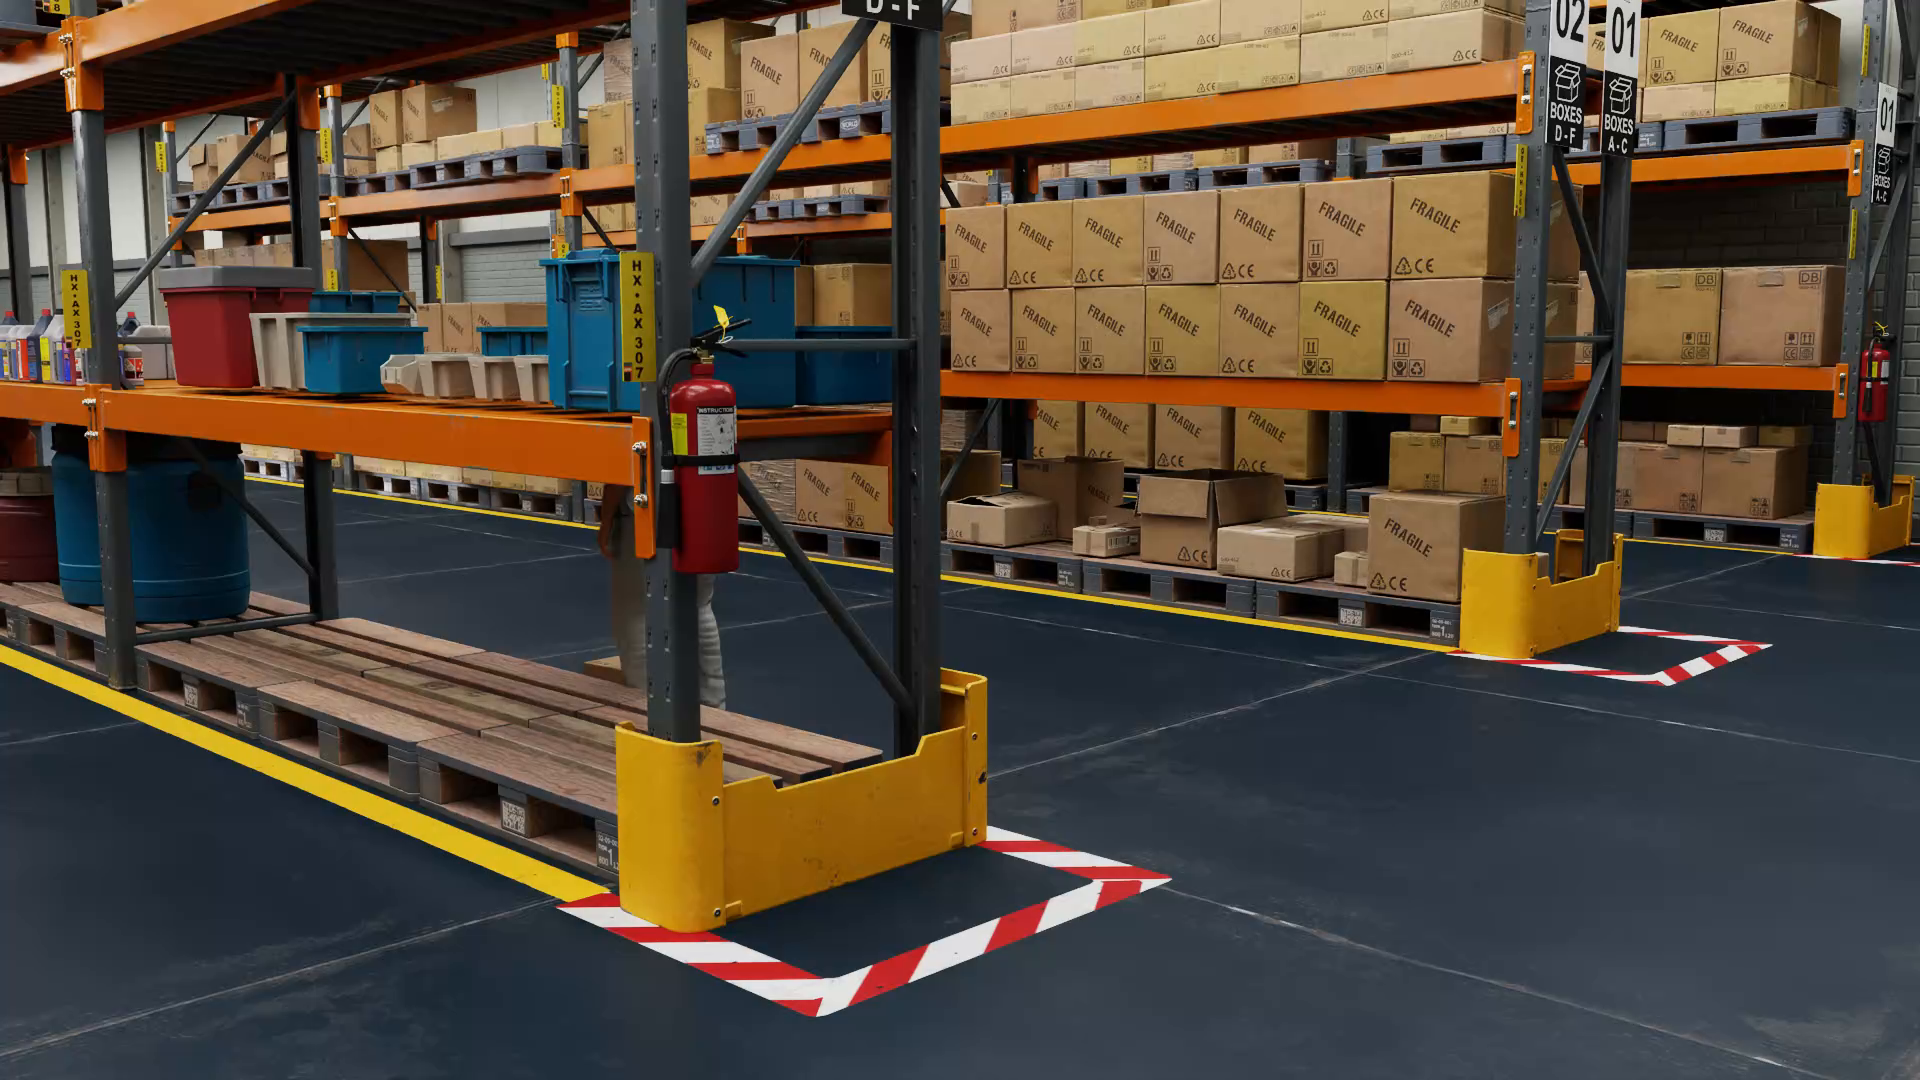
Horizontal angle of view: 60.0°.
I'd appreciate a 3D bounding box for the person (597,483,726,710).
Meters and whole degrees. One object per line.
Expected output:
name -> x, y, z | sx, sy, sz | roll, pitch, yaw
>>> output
person -> -1.152, -0.080, 6.376 | 0.453, 1.667, 0.560 | 6, 9, 40
